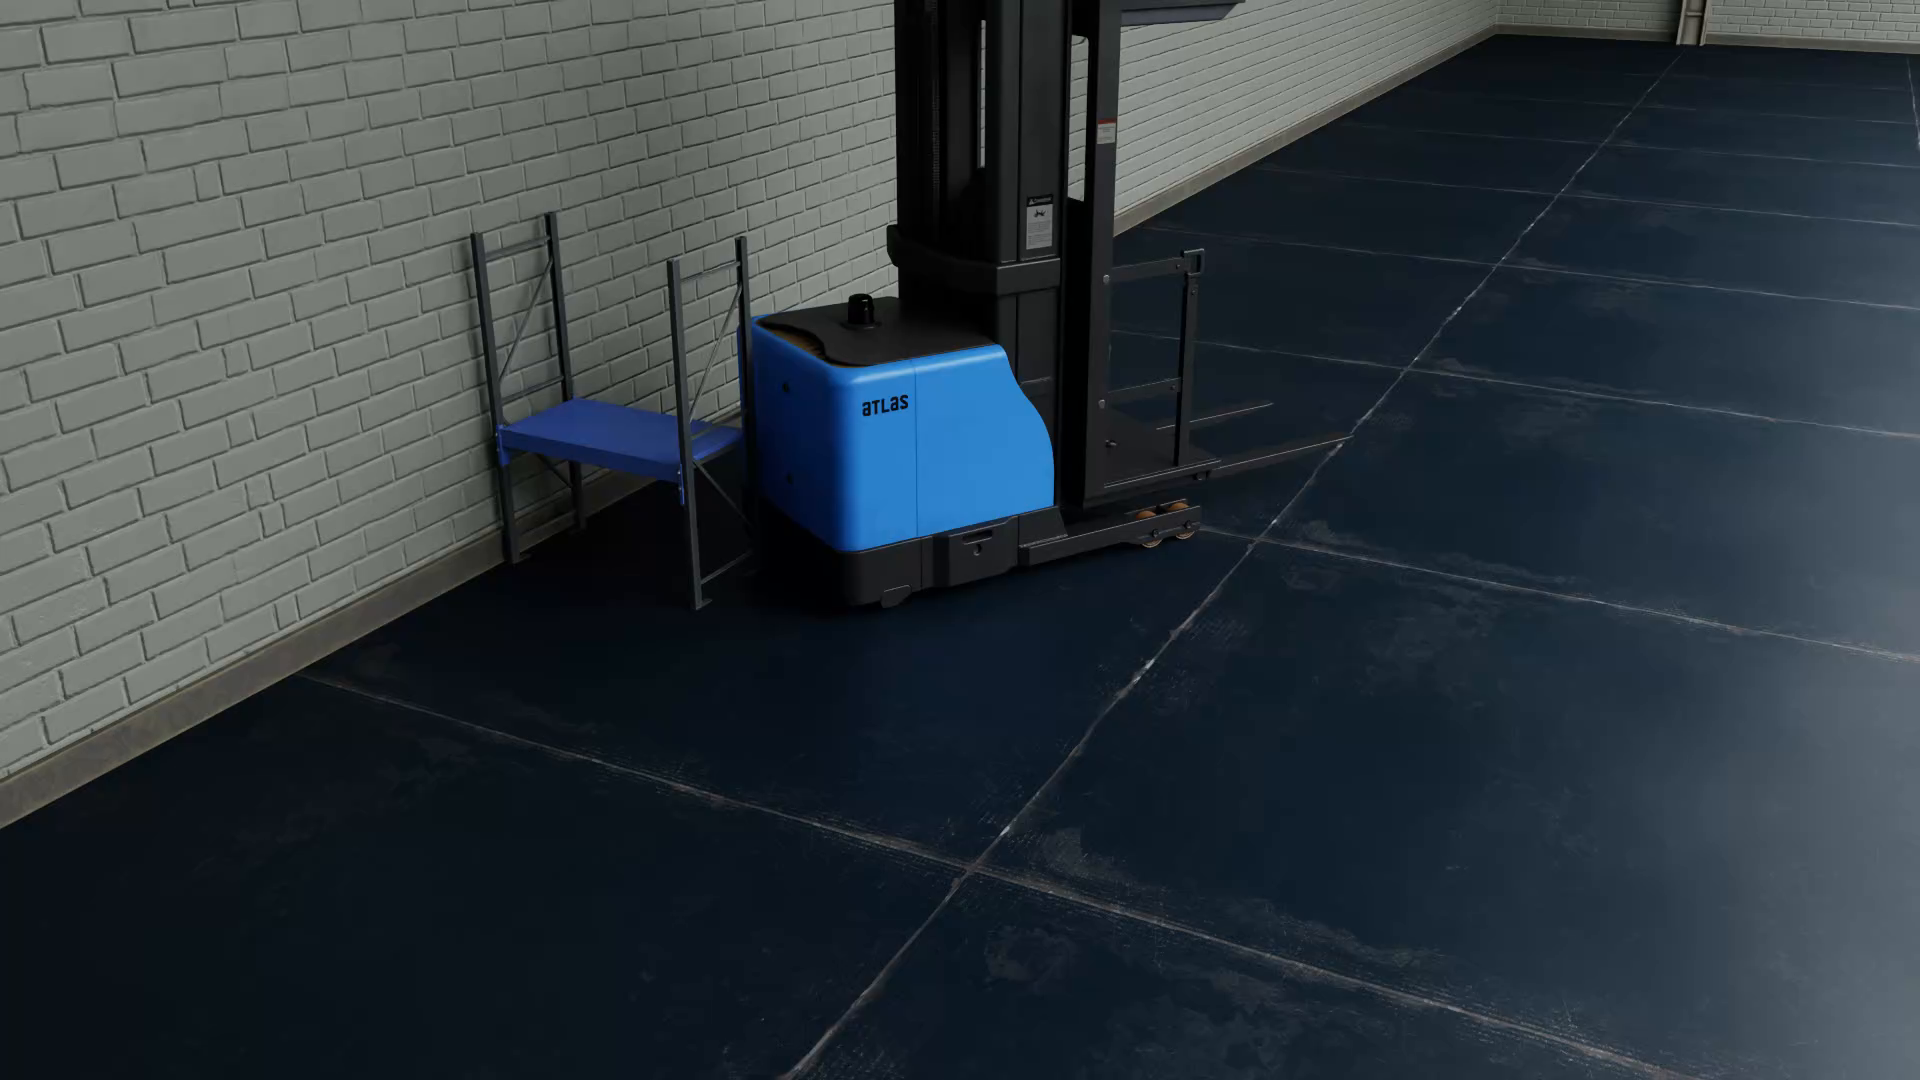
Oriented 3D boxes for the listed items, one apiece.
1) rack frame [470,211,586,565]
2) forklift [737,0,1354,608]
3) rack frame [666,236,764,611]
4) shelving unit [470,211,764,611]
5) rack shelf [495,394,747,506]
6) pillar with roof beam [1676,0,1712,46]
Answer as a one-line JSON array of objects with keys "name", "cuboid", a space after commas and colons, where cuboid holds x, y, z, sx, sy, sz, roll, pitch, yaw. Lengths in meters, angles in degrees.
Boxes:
[{"name": "rack frame", "cuboid": [-1.906, -0.667, 7.403, 0.032, 1.500, 0.500, 12, 26, 26]}, {"name": "forklift", "cuboid": [0.531, -1.476, 7.475, 3.031, 2.935, 1.130, -13, 26, -29]}, {"name": "rack frame", "cuboid": [-1.011, -0.479, 6.959, 0.032, 1.500, 0.500, 12, 26, 26]}, {"name": "shelving unit", "cuboid": [-1.459, -0.573, 7.181, 1.048, 1.500, 0.538, 12, 26, 26]}, {"name": "rack shelf", "cuboid": [-1.459, -0.407, 7.251, 1.000, 0.185, 0.538, 12, 26, 26]}, {"name": "pillar with roof beam", "cuboid": [9.460, -10.386, 20.673, 0.400, 9.000, 9.100, 11, 25, 25]}]
